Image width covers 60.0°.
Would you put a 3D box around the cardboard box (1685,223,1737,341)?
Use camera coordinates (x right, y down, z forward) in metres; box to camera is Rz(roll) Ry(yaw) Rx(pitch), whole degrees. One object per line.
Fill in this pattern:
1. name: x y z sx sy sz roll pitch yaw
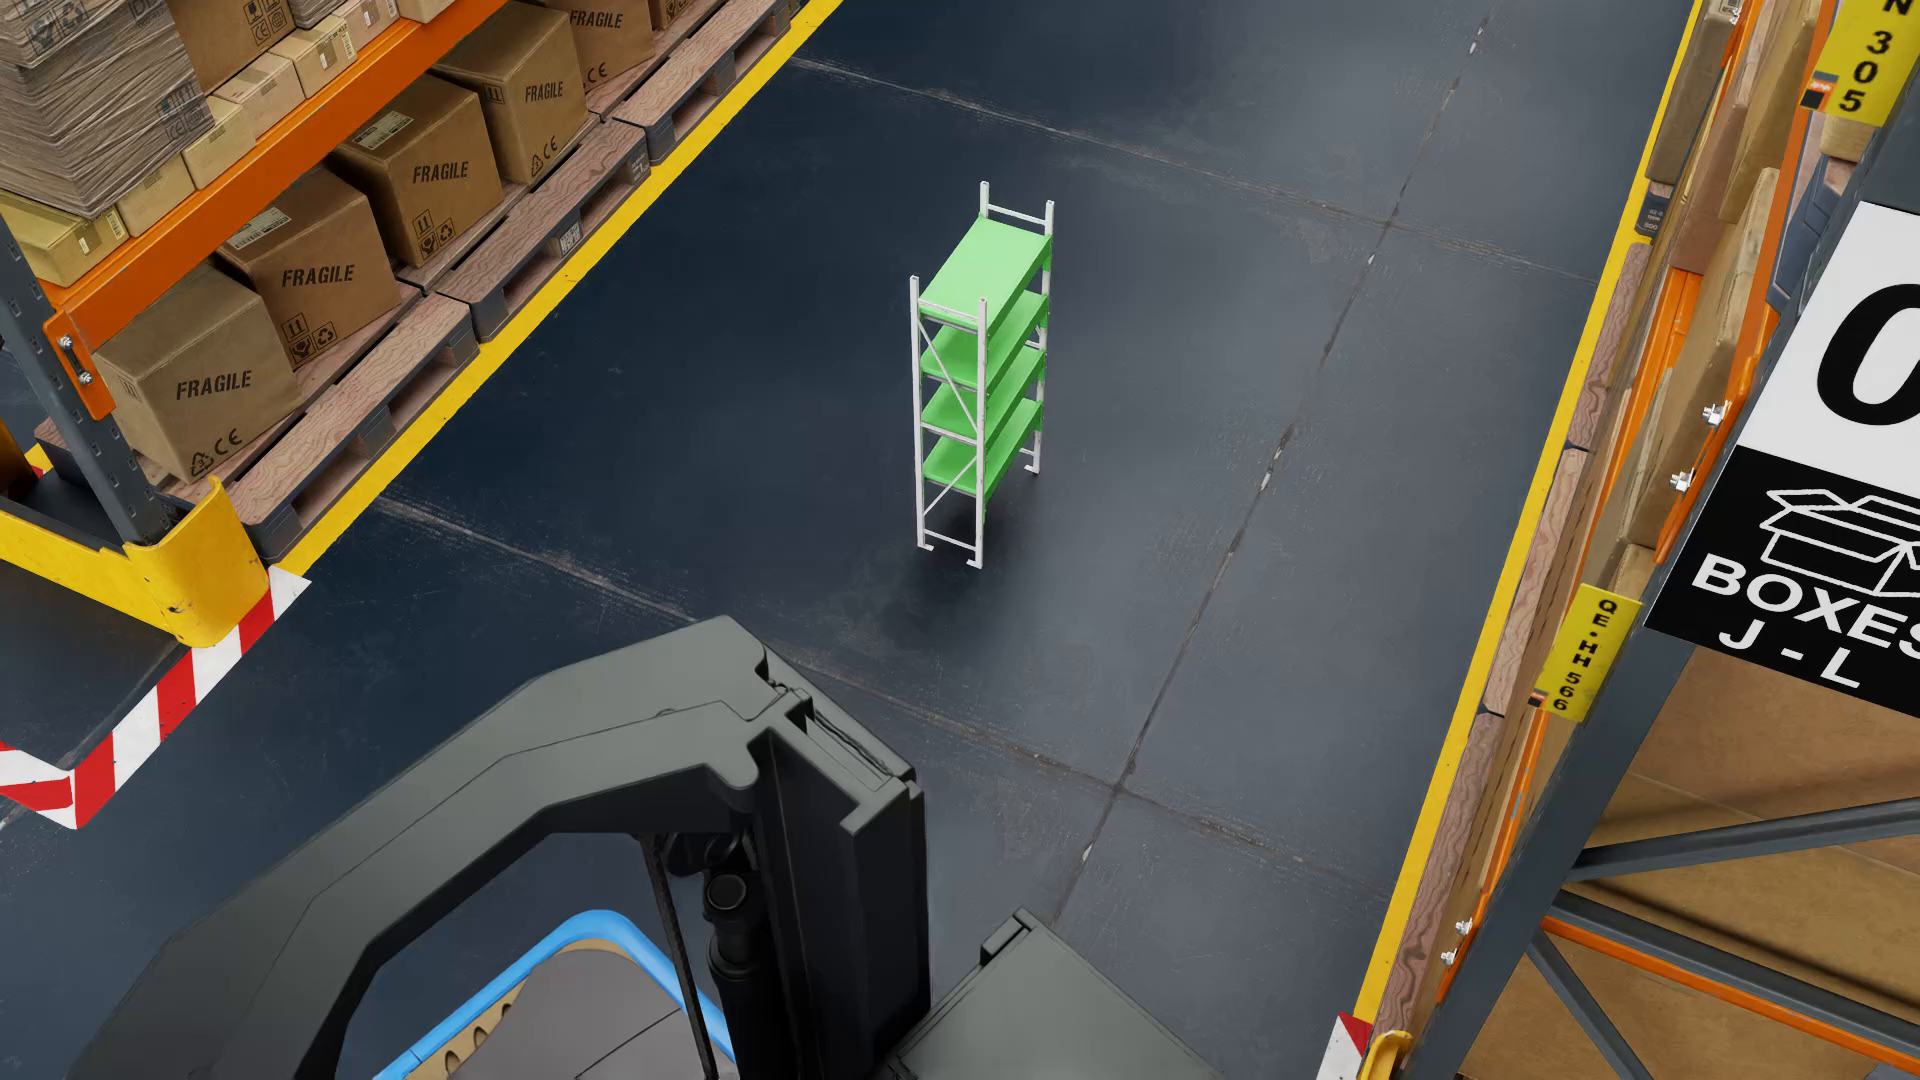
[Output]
1. cardboard box: 2.373 -0.600 4.193 0.875 0.550 0.500 20 52 16

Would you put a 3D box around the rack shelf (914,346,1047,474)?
1. rack shelf: 0.071 -0.461 5.439 0.258 0.148 0.480 20 52 16

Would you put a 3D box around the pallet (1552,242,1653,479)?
1. pallet: 2.812 -0.525 6.058 1.003 0.211 1.213 20 52 16

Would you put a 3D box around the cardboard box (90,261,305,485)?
1. cardboard box: -2.661 -0.606 5.662 0.500 0.500 0.500 29 55 22

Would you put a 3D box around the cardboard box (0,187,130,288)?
1. cardboard box: -2.605 -0.893 4.705 0.380 0.149 0.250 20 52 16

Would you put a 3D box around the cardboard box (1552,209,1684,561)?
1. cardboard box: 2.494 -0.342 5.191 0.875 0.875 0.875 20 53 16

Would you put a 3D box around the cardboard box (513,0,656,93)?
1. cardboard box: -1.679 -2.277 7.083 0.500 0.500 0.500 36 58 27

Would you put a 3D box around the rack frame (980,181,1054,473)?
1. rack frame: 0.175 -0.671 5.533 0.240 1.200 0.015 20 52 16

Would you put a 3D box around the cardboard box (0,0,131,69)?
1. cardboard box: -2.461 -1.598 4.223 0.500 0.500 0.500 20 52 16

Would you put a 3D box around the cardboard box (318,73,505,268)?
1. cardboard box: -2.152 -1.454 6.383 0.500 0.500 0.500 24 54 19

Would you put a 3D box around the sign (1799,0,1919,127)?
1. sign: 1.014 -0.592 1.785 0.100 0.325 0.005 20 52 16

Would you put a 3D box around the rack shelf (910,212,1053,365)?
1. rack shelf: 0.071 -0.772 5.073 0.258 0.148 0.480 20 52 16

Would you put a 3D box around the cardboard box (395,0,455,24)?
1. cardboard box: -1.877 -1.894 5.557 0.380 0.149 0.250 20 52 16

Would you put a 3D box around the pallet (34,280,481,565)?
1. pallet: -2.531 -0.552 6.081 1.003 0.211 1.213 20 52 16

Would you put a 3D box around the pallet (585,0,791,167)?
1. pallet: -1.489 -2.232 7.511 1.003 0.211 1.213 20 52 16

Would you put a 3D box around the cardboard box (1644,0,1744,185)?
1. cardboard box: 3.391 -1.790 6.505 1.050 0.750 0.750 20 52 16

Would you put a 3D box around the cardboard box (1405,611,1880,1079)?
1. cardboard box: 1.729 0.892 4.141 0.875 0.875 0.875 20 53 16

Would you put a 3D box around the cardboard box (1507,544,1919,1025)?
1. cardboard box: 1.616 0.509 3.249 0.875 0.550 0.550 20 52 16

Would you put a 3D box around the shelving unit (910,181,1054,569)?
1. shelving unit: 0.071 -0.503 5.390 0.258 1.200 0.503 20 52 16

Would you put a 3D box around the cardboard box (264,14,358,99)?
1. cardboard box: -2.160 -1.575 5.285 0.380 0.149 0.250 20 52 16

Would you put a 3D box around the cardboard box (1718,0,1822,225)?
1. cardboard box: 2.315 -0.971 3.799 0.875 0.550 0.500 20 52 16

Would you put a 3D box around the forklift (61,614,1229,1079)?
1. forklift: -0.073 1.582 2.480 3.031 2.935 1.130 36 58 27

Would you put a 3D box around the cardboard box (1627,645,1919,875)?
1. cardboard box: 1.692 0.186 2.814 0.875 0.550 0.550 20 52 16

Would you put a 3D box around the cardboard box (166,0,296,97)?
1. cardboard box: -2.578 -1.738 4.998 0.875 0.500 0.500 20 52 16

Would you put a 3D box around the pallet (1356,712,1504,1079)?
1. pallet: 1.769 1.155 4.628 1.003 0.211 1.213 20 52 16

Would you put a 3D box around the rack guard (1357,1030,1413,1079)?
1. rack guard: 1.488 1.654 4.014 1.175 0.500 0.348 20 52 16

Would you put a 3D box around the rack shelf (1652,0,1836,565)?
1. rack shelf: 2.353 -1.288 3.380 1.077 0.370 4.000 20 52 16

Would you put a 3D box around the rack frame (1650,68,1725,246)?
1. rack frame: 3.207 -1.927 5.420 1.000 3.000 0.127 20 52 16

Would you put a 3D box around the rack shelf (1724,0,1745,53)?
1. rack shelf: 4.062 -3.071 6.866 1.077 0.370 4.000 20 52 16

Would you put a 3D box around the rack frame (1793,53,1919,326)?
1. rack frame: 1.499 -1.116 0.791 1.000 3.000 0.127 20 52 16

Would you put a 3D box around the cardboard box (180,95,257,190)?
1. cardboard box: -2.361 -1.226 4.989 0.380 0.149 0.250 20 52 16

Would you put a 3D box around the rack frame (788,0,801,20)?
1. rack frame: -1.234 -3.610 6.852 1.000 3.000 0.127 20 52 16
